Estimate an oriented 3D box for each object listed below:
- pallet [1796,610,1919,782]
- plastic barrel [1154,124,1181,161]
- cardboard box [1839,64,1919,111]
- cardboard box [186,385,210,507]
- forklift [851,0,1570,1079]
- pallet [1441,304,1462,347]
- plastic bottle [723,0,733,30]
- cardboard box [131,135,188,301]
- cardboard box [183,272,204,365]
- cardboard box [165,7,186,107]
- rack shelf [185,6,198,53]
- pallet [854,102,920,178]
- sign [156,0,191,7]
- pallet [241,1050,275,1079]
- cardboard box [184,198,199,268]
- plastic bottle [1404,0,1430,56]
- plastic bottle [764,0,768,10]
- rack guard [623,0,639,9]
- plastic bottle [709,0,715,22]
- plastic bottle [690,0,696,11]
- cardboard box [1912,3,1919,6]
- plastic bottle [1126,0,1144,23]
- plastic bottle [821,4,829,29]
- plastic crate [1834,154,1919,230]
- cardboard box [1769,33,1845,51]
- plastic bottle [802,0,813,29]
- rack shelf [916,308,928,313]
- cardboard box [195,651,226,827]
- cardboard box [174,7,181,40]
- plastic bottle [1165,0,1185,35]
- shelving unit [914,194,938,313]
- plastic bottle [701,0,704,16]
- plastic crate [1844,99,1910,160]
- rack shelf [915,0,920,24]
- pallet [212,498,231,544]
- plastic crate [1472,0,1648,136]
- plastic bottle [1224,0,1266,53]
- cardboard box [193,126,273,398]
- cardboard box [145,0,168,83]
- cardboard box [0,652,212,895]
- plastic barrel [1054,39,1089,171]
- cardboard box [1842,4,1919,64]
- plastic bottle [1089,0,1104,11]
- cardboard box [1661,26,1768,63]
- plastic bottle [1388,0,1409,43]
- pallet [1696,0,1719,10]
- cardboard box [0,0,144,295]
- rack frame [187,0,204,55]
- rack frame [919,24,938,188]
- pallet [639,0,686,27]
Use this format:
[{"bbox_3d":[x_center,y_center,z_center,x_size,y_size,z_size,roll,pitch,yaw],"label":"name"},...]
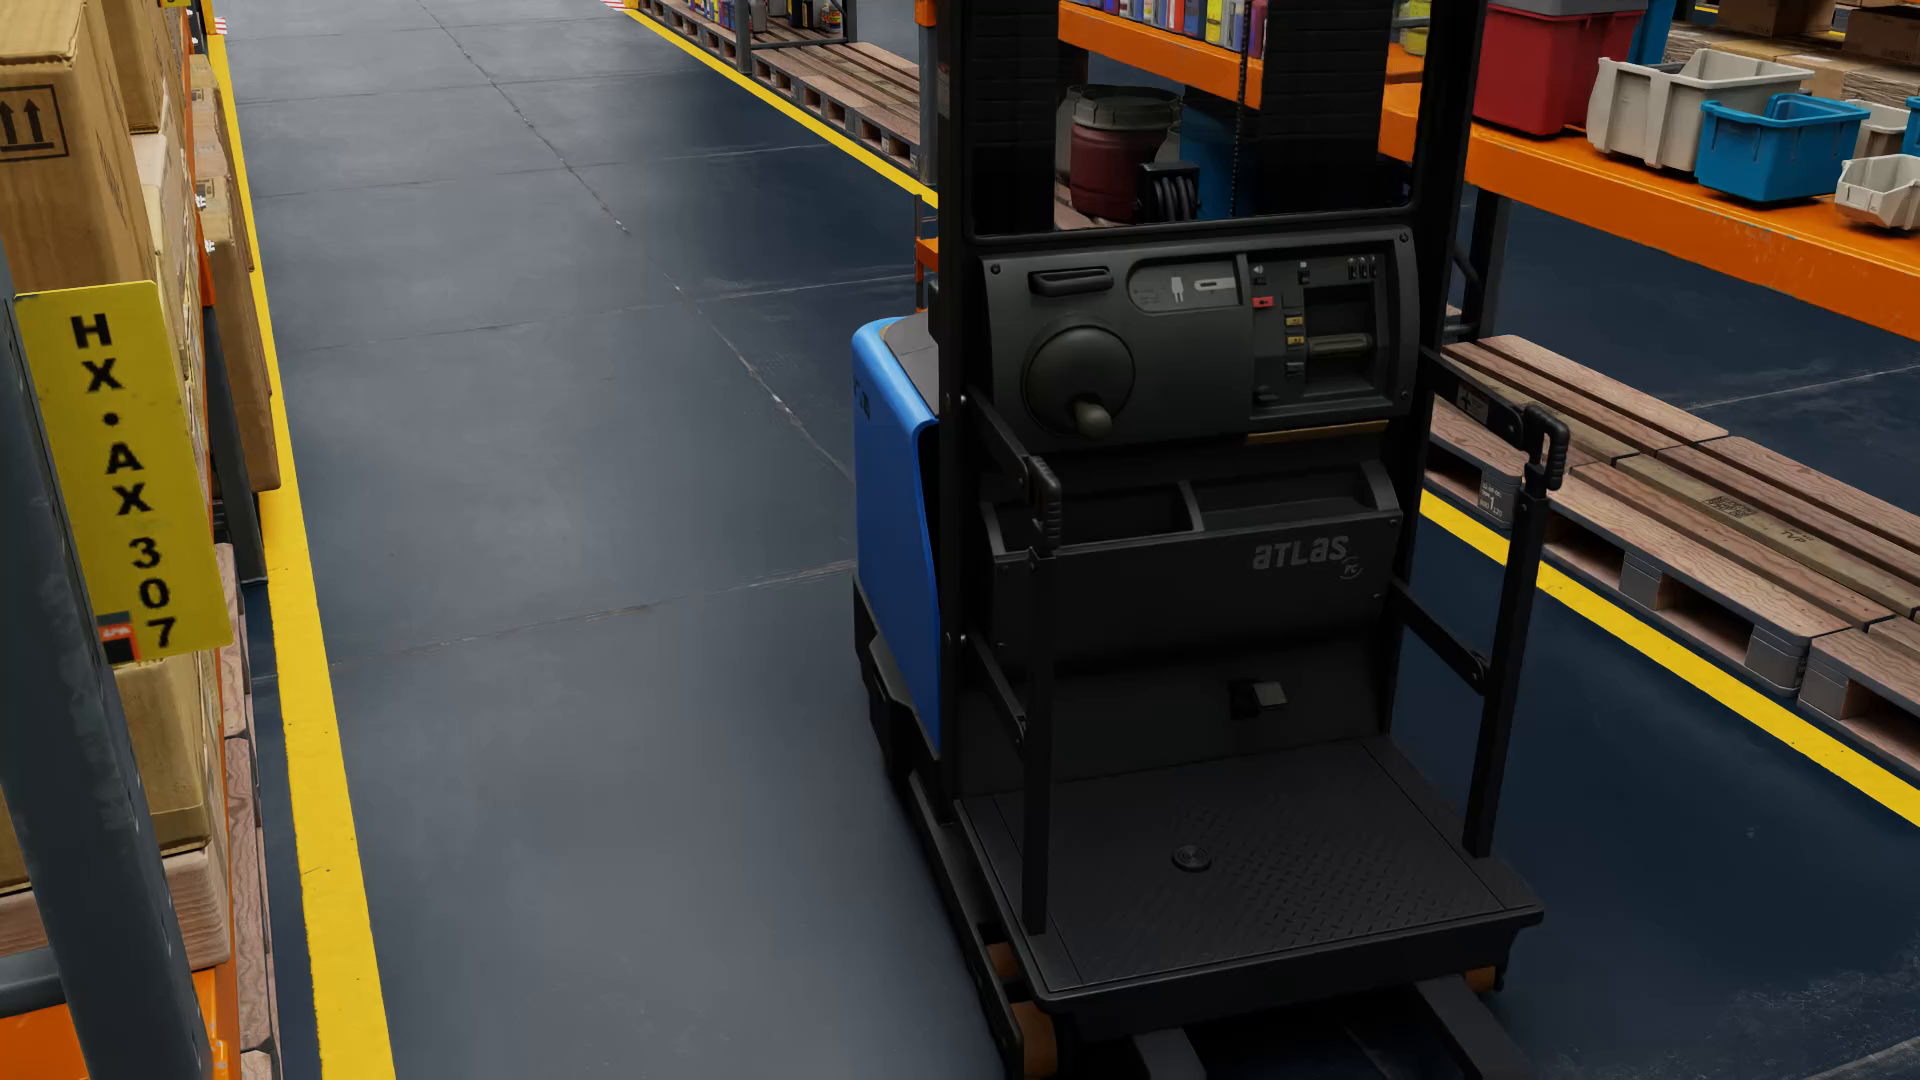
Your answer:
[{"bbox_3d":[3.082,0.532,4.420,1.003,0.211,1.213,-11,28,-21],"label":"pallet"},{"bbox_3d":[1.190,-1.819,8.413,0.421,0.512,0.421,0,26,0],"label":"plastic barrel"},{"bbox_3d":[5.524,-2.474,9.746,0.500,0.500,0.500,-10,28,-20],"label":"cardboard box"},{"bbox_3d":[-1.529,-0.136,2.897,0.380,0.149,0.250,-11,28,-21],"label":"cardboard box"},{"bbox_3d":[0.558,-0.384,3.196,1.130,2.935,3.031,-7,27,-13],"label":"forklift"},{"bbox_3d":[1.539,-1.062,7.684,1.003,0.211,1.213,-11,28,-21],"label":"pallet"},{"bbox_3d":[-1.922,-4.521,14.109,0.144,0.351,0.185,-12,29,-23],"label":"plastic bottle"},{"bbox_3d":[-1.935,-0.664,3.523,0.500,0.250,0.500,-10,28,-20],"label":"cardboard box"},{"bbox_3d":[-1.830,-0.447,3.533,0.380,0.149,0.250,-11,28,-21],"label":"cardboard box"},{"bbox_3d":[-3.098,-1.824,5.953,0.500,0.500,0.500,-11,28,-22],"label":"cardboard box"},{"bbox_3d":[-5.104,-3.244,9.796,1.077,0.370,4.000,-11,28,-21],"label":"rack shelf"},{"bbox_3d":[-0.031,-2.678,10.993,1.003,0.211,1.213,-11,28,-21],"label":"pallet"},{"bbox_3d":[-2.244,-1.666,4.666,0.100,0.325,0.005,-11,28,-21],"label":"sign"},{"bbox_3d":[-1.573,1.413,2.615,1.003,0.211,1.213,-11,28,-21],"label":"pallet"},{"bbox_3d":[-2.132,-0.758,4.170,0.380,0.149,0.250,-11,28,-21],"label":"cardboard box"},{"bbox_3d":[1.948,-2.188,6.869,0.144,0.351,0.185,-11,28,-21],"label":"plastic bottle"},{"bbox_3d":[-1.753,-4.924,15.103,0.097,0.201,0.097,0,26,0],"label":"plastic bottle"},{"bbox_3d":[-2.823,-5.695,16.844,1.175,0.500,0.348,-11,28,-21],"label":"rack guard"},{"bbox_3d":[-2.109,-4.684,14.528,0.152,0.276,0.135,-10,28,-20],"label":"plastic bottle"},{"bbox_3d":[-2.401,-4.938,15.039,0.061,0.283,0.133,-10,28,-20],"label":"plastic bottle"},{"bbox_3d":[8.928,-4.897,14.709,0.700,0.500,0.500,-11,28,-21],"label":"cardboard box"},{"bbox_3d":[0.867,-2.543,7.681,0.152,0.276,0.135,-11,28,-21],"label":"plastic bottle"},{"bbox_3d":[-1.131,-4.452,14.138,0.097,0.201,0.097,0,26,0],"label":"plastic bottle"},{"bbox_3d":[2.519,-0.932,4.473,0.298,0.136,0.250,-11,28,-21],"label":"plastic crate"},{"bbox_3d":[5.580,-2.989,10.801,0.500,0.500,0.500,-12,28,-22],"label":"cardboard box"},{"bbox_3d":[-1.301,-4.514,14.172,0.061,0.283,0.133,-11,28,-21],"label":"plastic bottle"},{"bbox_3d":[0.065,-0.613,5.281,0.258,0.148,0.480,-11,28,-21],"label":"rack shelf"},{"bbox_3d":[-1.125,0.279,2.046,0.380,0.149,0.250,-11,28,-21],"label":"cardboard box"},{"bbox_3d":[-3.710,-2.446,7.227,0.500,0.500,0.500,-11,28,-21],"label":"cardboard box"},{"bbox_3d":[1.011,-2.395,7.378,0.152,0.276,0.135,-11,28,-21],"label":"plastic bottle"},{"bbox_3d":[0.065,-0.472,5.350,0.258,1.200,0.503,-11,28,-21],"label":"shelving unit"},{"bbox_3d":[-2.261,-4.777,14.803,0.097,0.201,0.097,0,26,0],"label":"plastic bottle"},{"bbox_3d":[2.762,-1.254,5.131,0.293,0.136,0.466,-11,28,-21],"label":"plastic crate"},{"bbox_3d":[-0.547,-4.095,11.539,1.077,0.370,4.000,-11,28,-21],"label":"rack shelf"},{"bbox_3d":[-3.126,-0.191,5.900,1.003,0.211,1.213,-11,28,-21],"label":"pallet"},{"bbox_3d":[1.922,-1.649,5.566,0.402,0.464,0.583,-11,28,-21],"label":"plastic crate"},{"bbox_3d":[1.208,-2.192,6.961,0.152,0.276,0.135,-11,28,-21],"label":"plastic bottle"},{"bbox_3d":[-3.374,-0.995,6.312,1.225,0.875,0.875,-12,28,-22],"label":"cardboard box"},{"bbox_3d":[-2.328,-1.409,4.194,0.500,0.500,0.500,-10,28,-19],"label":"cardboard box"},{"bbox_3d":[-1.127,0.163,1.829,0.500,0.250,0.500,-11,28,-22],"label":"cardboard box"},{"bbox_3d":[0.444,-2.630,9.713,0.600,0.830,0.708,-11,28,-21],"label":"plastic barrel"},{"bbox_3d":[5.809,-3.101,10.175,0.500,0.250,0.500,-11,28,-22],"label":"cardboard box"},{"bbox_3d":[0.711,-2.734,7.986,0.144,0.351,0.185,-11,28,-21],"label":"plastic bottle"},{"bbox_3d":[4.921,-3.092,11.011,0.500,0.500,0.500,-12,28,-22],"label":"cardboard box"},{"bbox_3d":[1.900,-2.296,7.181,0.097,0.271,0.097,0,26,0],"label":"plastic bottle"},{"bbox_3d":[8.092,-5.361,16.490,1.003,0.211,1.213,-11,28,-21],"label":"pallet"},{"bbox_3d":[-1.323,-0.376,2.078,0.500,0.500,0.500,-11,28,-22],"label":"cardboard box"},{"bbox_3d":[-5.887,-4.375,11.292,1.000,3.000,0.127,-11,28,-21],"label":"rack frame"},{"bbox_3d":[0.237,-3.611,9.727,1.000,3.000,0.127,-11,28,-21],"label":"rack frame"},{"bbox_3d":[-2.510,-5.236,16.234,1.003,0.211,1.213,-11,28,-21],"label":"pallet"}]
